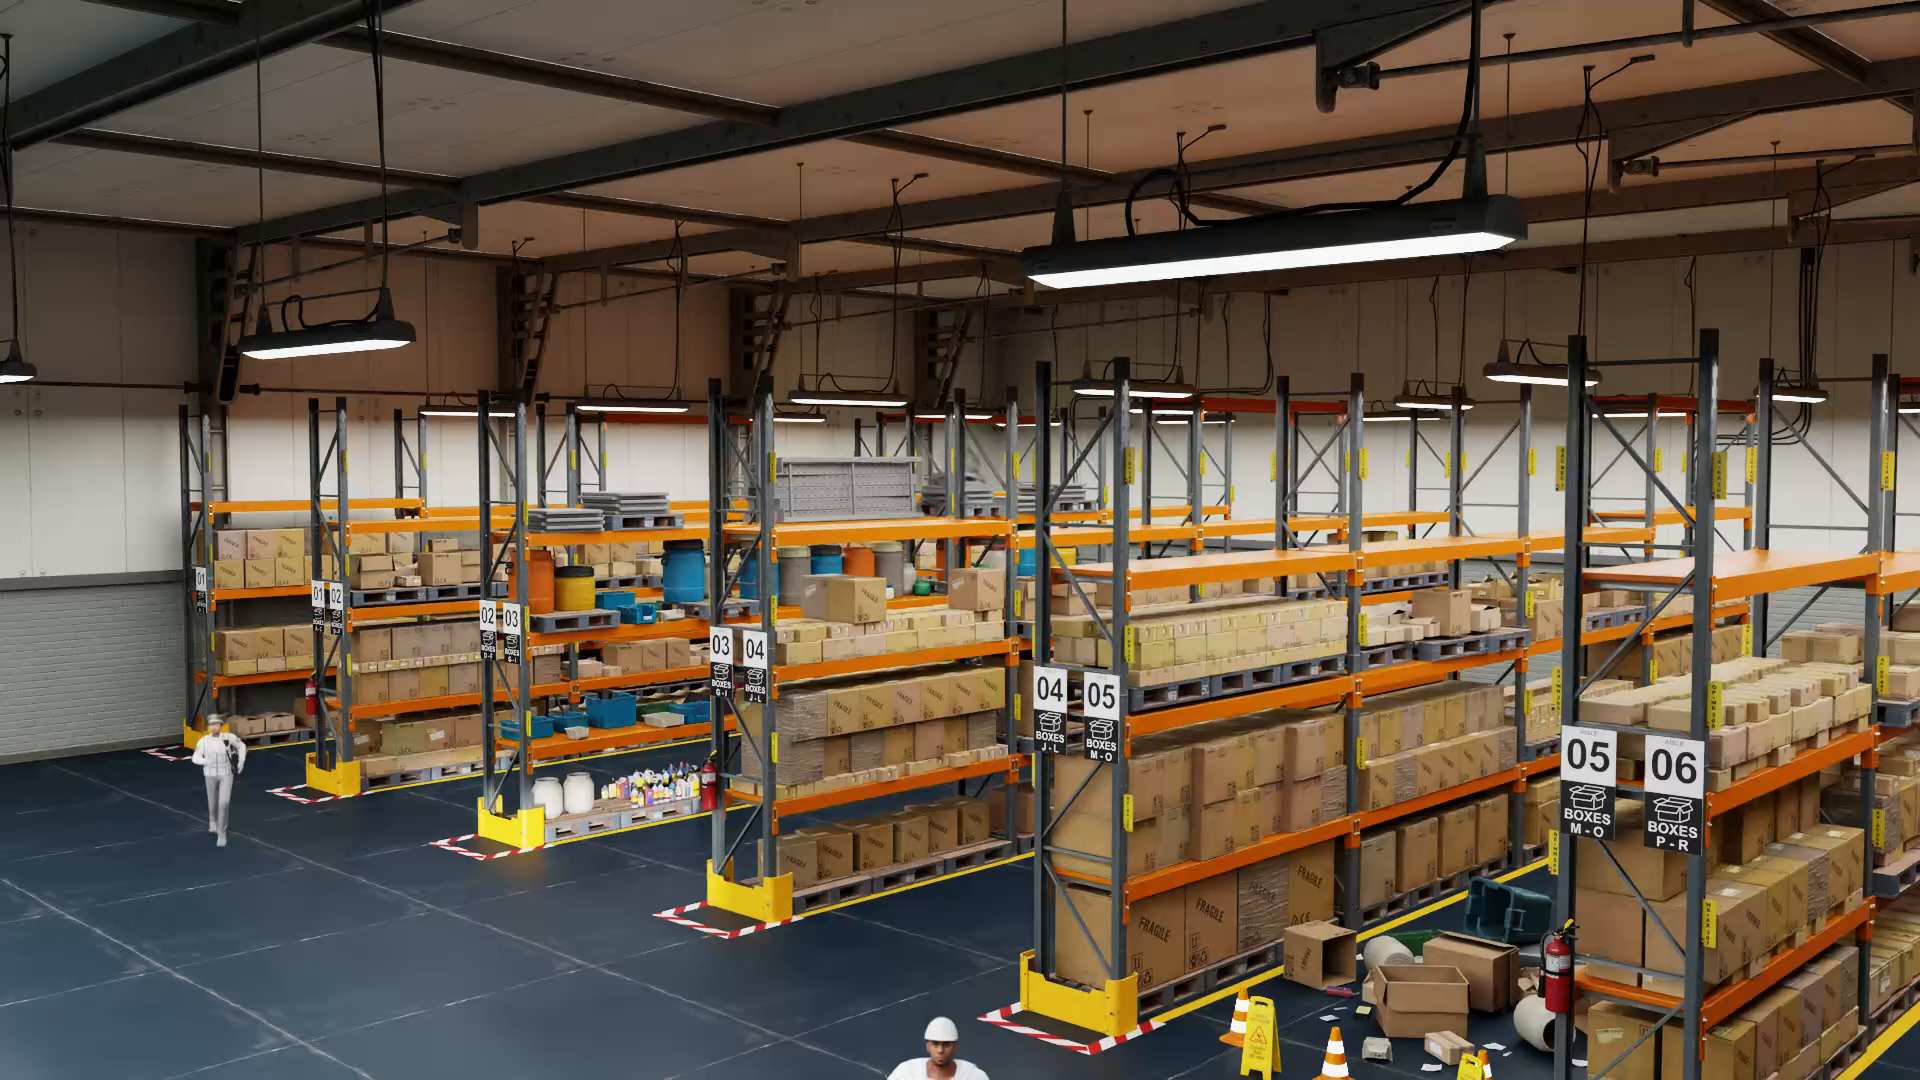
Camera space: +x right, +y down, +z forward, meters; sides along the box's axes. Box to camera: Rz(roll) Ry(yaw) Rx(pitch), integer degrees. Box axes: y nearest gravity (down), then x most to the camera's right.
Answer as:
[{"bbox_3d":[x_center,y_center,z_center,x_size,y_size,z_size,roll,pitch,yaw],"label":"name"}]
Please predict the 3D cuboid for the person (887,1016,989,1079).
[{"bbox_3d":[-0.128,3.751,10.007,0.686,1.739,0.667,0,3,-4],"label":"person"}]

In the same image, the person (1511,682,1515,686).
[{"bbox_3d":[8.482,2.989,25.359,0.568,1.663,0.935,2,4,37],"label":"person"}]

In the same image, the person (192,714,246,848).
[{"bbox_3d":[-9.850,3.153,22.133,0.623,1.726,0.914,-1,3,-16],"label":"person"}]
